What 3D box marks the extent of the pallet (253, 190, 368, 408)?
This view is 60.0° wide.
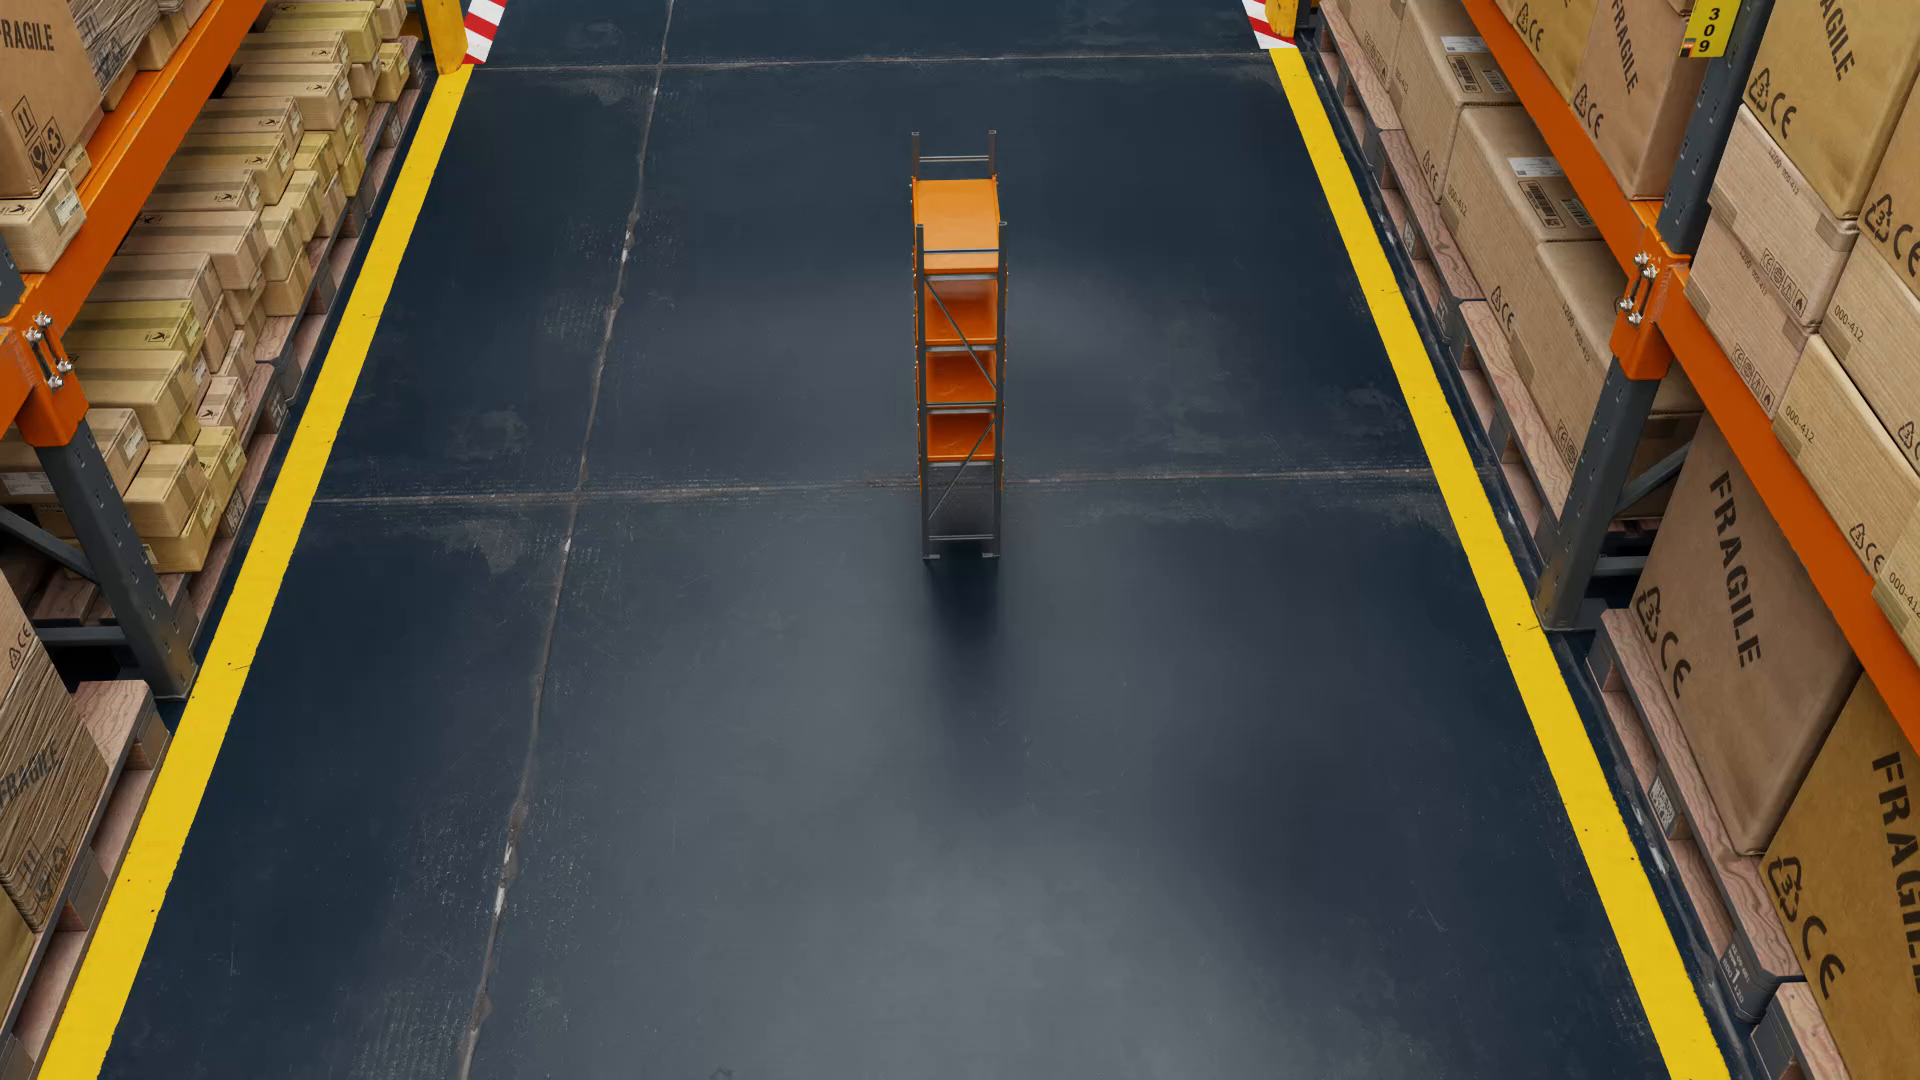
[{"bbox_3d":[-2.828,-0.924,6.102,1.003,0.211,1.213,-2,43,-2],"label":"pallet"}]

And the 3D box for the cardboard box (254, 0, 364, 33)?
[{"bbox_3d":[-2.650,-2.176,6.763,0.380,0.149,0.250,-1,43,-1],"label":"cardboard box"}]

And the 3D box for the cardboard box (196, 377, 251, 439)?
[{"bbox_3d":[-2.478,-0.379,5.242,0.380,0.149,0.250,-2,43,-2],"label":"cardboard box"}]

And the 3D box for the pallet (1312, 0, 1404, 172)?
[{"bbox_3d":[2.174,-2.019,7.296,1.003,0.211,1.213,-2,43,-2],"label":"pallet"}]

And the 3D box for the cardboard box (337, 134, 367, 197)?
[{"bbox_3d":[-2.514,-1.440,6.401,0.380,0.149,0.250,-3,43,-4],"label":"cardboard box"}]

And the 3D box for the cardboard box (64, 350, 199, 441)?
[{"bbox_3d":[-2.470,-0.423,4.850,0.380,0.149,0.250,0,43,0],"label":"cardboard box"}]

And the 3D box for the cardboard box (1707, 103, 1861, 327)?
[{"bbox_3d":[1.969,-0.708,3.543,0.500,0.250,0.500,-3,43,-3],"label":"cardboard box"}]

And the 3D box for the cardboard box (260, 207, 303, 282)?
[{"bbox_3d":[-2.496,-1.014,5.715,0.380,0.149,0.250,-2,43,-2],"label":"cardboard box"}]

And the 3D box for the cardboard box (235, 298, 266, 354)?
[{"bbox_3d":[-2.585,-0.729,5.625,0.380,0.149,0.250,-3,43,-4],"label":"cardboard box"}]

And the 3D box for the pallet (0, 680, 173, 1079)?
[{"bbox_3d":[-2.675,0.880,4.134,1.003,0.211,1.213,-2,43,-2],"label":"pallet"}]

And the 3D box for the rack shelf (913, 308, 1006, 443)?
[{"bbox_3d":[-0.007,-0.504,5.012,0.258,0.148,0.480,-2,43,-2],"label":"rack shelf"}]

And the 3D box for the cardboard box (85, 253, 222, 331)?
[{"bbox_3d":[-2.564,-0.768,5.226,0.380,0.149,0.250,-3,43,-3],"label":"cardboard box"}]

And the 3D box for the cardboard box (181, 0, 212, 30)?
[{"bbox_3d":[-2.499,-1.669,5.037,0.380,0.149,0.250,0,43,0],"label":"cardboard box"}]

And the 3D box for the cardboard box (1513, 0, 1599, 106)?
[{"bbox_3d":[1.929,-1.574,4.673,0.500,0.500,0.500,-3,43,-3],"label":"cardboard box"}]

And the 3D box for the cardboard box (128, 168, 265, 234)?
[{"bbox_3d":[-2.587,-1.124,5.615,0.380,0.149,0.250,-3,43,-4],"label":"cardboard box"}]

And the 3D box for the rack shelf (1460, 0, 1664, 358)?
[{"bbox_3d":[2.147,-1.969,5.711,1.077,0.370,4.000,-2,43,-2],"label":"rack shelf"}]

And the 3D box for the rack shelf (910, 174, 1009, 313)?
[{"bbox_3d":[-0.007,-0.844,4.701,0.258,0.148,0.480,-2,43,-2],"label":"rack shelf"}]

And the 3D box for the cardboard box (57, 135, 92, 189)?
[{"bbox_3d":[-2.480,-0.954,4.257,0.380,0.149,0.250,0,43,-1],"label":"cardboard box"}]

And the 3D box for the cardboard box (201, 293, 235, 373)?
[{"bbox_3d":[-2.561,-0.655,5.324,0.380,0.149,0.250,-4,43,-4],"label":"cardboard box"}]

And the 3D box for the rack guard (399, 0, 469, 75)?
[{"bbox_3d":[-2.876,-2.401,7.500,1.175,0.500,0.348,-2,43,-2],"label":"rack guard"}]

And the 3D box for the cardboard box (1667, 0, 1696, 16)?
[{"bbox_3d":[1.936,-1.600,3.962,0.500,0.500,0.500,-2,43,-2],"label":"cardboard box"}]

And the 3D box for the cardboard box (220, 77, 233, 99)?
[{"bbox_3d":[-2.639,-1.704,6.468,0.380,0.149,0.250,-2,43,-2],"label":"cardboard box"}]

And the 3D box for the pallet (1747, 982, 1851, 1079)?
[{"bbox_3d":[2.395,1.488,3.470,1.003,0.211,1.213,-2,43,-2],"label":"pallet"}]

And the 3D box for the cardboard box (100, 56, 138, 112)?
[{"bbox_3d":[-2.549,-1.316,4.652,0.380,0.149,0.250,-3,43,-4],"label":"cardboard box"}]

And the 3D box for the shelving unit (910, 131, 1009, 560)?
[{"bbox_3d":[-0.007,-0.554,4.966,0.258,1.200,0.503,-2,43,-2],"label":"shelving unit"}]

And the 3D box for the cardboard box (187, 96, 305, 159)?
[{"bbox_3d":[-2.597,-1.467,5.990,0.380,0.149,0.250,-3,43,-3],"label":"cardboard box"}]

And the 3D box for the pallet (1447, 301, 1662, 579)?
[{"bbox_3d":[2.278,-0.372,5.499,1.003,0.211,1.213,-2,43,-2],"label":"pallet"}]

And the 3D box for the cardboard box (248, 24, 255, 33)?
[{"bbox_3d":[-3.065,-2.151,6.736,0.380,0.149,0.250,-1,43,-1],"label":"cardboard box"}]

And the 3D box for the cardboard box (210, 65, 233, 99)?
[{"bbox_3d":[-3.060,-1.877,6.657,0.380,0.149,0.250,-1,43,-1],"label":"cardboard box"}]

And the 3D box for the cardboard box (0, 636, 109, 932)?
[{"bbox_3d":[-2.426,0.585,3.931,0.500,0.500,0.500,-2,43,-3],"label":"cardboard box"}]

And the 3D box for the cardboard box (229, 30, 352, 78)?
[{"bbox_3d":[-2.565,-1.828,6.383,0.380,0.149,0.250,-3,43,-4],"label":"cardboard box"}]

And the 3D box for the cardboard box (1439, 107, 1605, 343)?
[{"bbox_3d":[2.274,-1.126,5.843,0.875,0.438,0.875,-3,43,-3],"label":"cardboard box"}]

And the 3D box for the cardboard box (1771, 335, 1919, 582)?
[{"bbox_3d":[2.010,-0.175,3.332,0.500,0.250,0.500,-3,43,-3],"label":"cardboard box"}]

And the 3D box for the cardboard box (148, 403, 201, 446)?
[{"bbox_3d":[-2.506,-0.309,4.947,0.380,0.149,0.250,-1,43,-1],"label":"cardboard box"}]

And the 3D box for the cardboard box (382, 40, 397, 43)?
[{"bbox_3d":[-2.649,-2.129,7.151,0.380,0.149,0.250,-1,43,-1],"label":"cardboard box"}]

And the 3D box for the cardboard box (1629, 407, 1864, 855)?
[{"bbox_3d":[2.338,0.161,4.116,0.875,0.875,0.875,0,43,0],"label":"cardboard box"}]

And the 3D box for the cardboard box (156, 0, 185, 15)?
[{"bbox_3d":[-2.492,-1.837,4.740,0.500,0.500,0.500,-2,43,-3],"label":"cardboard box"}]

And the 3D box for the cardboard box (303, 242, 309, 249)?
[{"bbox_3d":[-2.587,-1.082,6.010,0.380,0.149,0.250,-1,43,-1],"label":"cardboard box"}]

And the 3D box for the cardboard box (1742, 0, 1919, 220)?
[{"bbox_3d":[1.963,-0.984,3.290,0.500,0.500,0.500,-1,43,-1],"label":"cardboard box"}]

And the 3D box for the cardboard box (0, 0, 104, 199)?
[{"bbox_3d":[-2.479,-1.162,4.003,0.500,0.500,0.500,-2,43,-3],"label":"cardboard box"}]

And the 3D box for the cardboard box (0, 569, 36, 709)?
[{"bbox_3d":[-2.425,0.312,3.674,0.500,0.250,0.500,-3,43,-3],"label":"cardboard box"}]

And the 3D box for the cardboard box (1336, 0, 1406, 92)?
[{"bbox_3d":[2.190,-2.352,7.181,0.875,0.438,0.875,-3,43,-3],"label":"cardboard box"}]

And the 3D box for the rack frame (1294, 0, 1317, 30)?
[{"bbox_3d":[2.062,-3.584,6.941,1.000,3.000,0.127,-2,43,-2],"label":"rack frame"}]

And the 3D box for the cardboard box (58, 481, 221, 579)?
[{"bbox_3d":[-2.404,-0.033,4.865,0.380,0.149,0.250,-3,43,-4],"label":"cardboard box"}]

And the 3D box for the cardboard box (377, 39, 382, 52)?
[{"bbox_3d":[-2.615,-2.062,6.858,0.380,0.149,0.250,-3,43,-3],"label":"cardboard box"}]

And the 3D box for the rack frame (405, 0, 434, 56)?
[{"bbox_3d":[-2.879,-3.374,6.711,1.000,3.000,0.127,-2,43,-2],"label":"rack frame"}]

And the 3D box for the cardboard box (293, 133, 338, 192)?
[{"bbox_3d":[-2.521,-1.366,6.099,0.380,0.149,0.250,0,43,0],"label":"cardboard box"}]

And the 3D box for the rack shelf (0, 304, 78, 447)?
[{"bbox_3d":[-2.625,0.942,2.535,1.077,0.370,4.000,-2,43,-2],"label":"rack shelf"}]

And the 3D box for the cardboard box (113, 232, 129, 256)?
[{"bbox_3d":[-3.028,-0.979,5.677,0.380,0.149,0.250,-4,43,-4],"label":"cardboard box"}]

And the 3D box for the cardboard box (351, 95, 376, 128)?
[{"bbox_3d":[-2.611,-1.777,6.768,0.380,0.149,0.250,-2,43,-2],"label":"cardboard box"}]

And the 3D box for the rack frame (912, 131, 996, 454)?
[{"bbox_3d":[-0.017,-0.719,5.146,0.240,1.200,0.015,-2,43,-2],"label":"rack frame"}]
